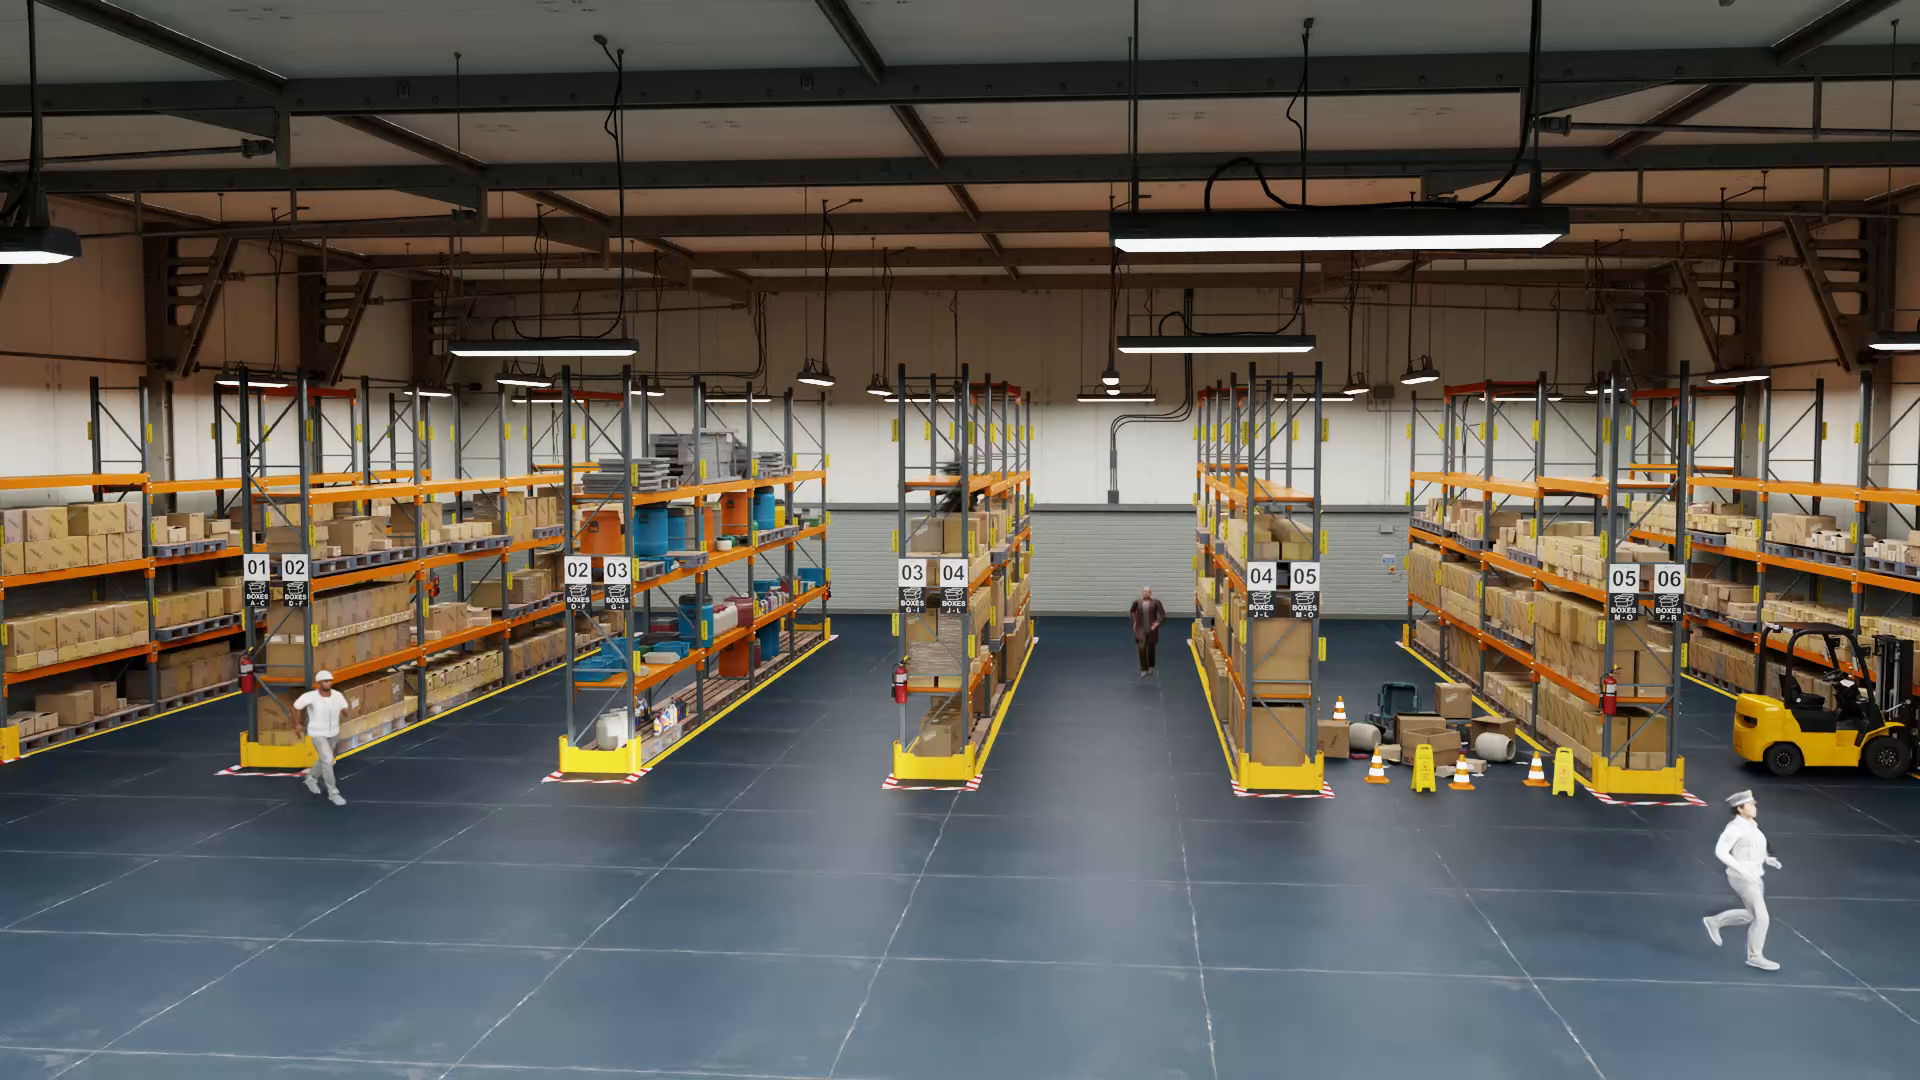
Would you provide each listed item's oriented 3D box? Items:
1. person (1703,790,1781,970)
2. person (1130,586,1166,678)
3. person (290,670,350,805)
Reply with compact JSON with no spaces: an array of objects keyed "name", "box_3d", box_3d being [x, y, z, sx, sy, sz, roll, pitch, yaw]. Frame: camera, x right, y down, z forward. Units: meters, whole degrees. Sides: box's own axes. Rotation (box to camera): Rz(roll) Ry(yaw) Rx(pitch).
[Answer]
[{"name":"person","box_3d":[7.360,3.165,15.676,0.623,1.656,0.735,-4,5,-45]},{"name":"person","box_3d":[3.668,1.795,32.587,0.722,1.786,0.889,1,4,11]},{"name":"person","box_3d":[-8.617,2.644,22.519,0.963,1.775,0.690,2,4,33]}]
